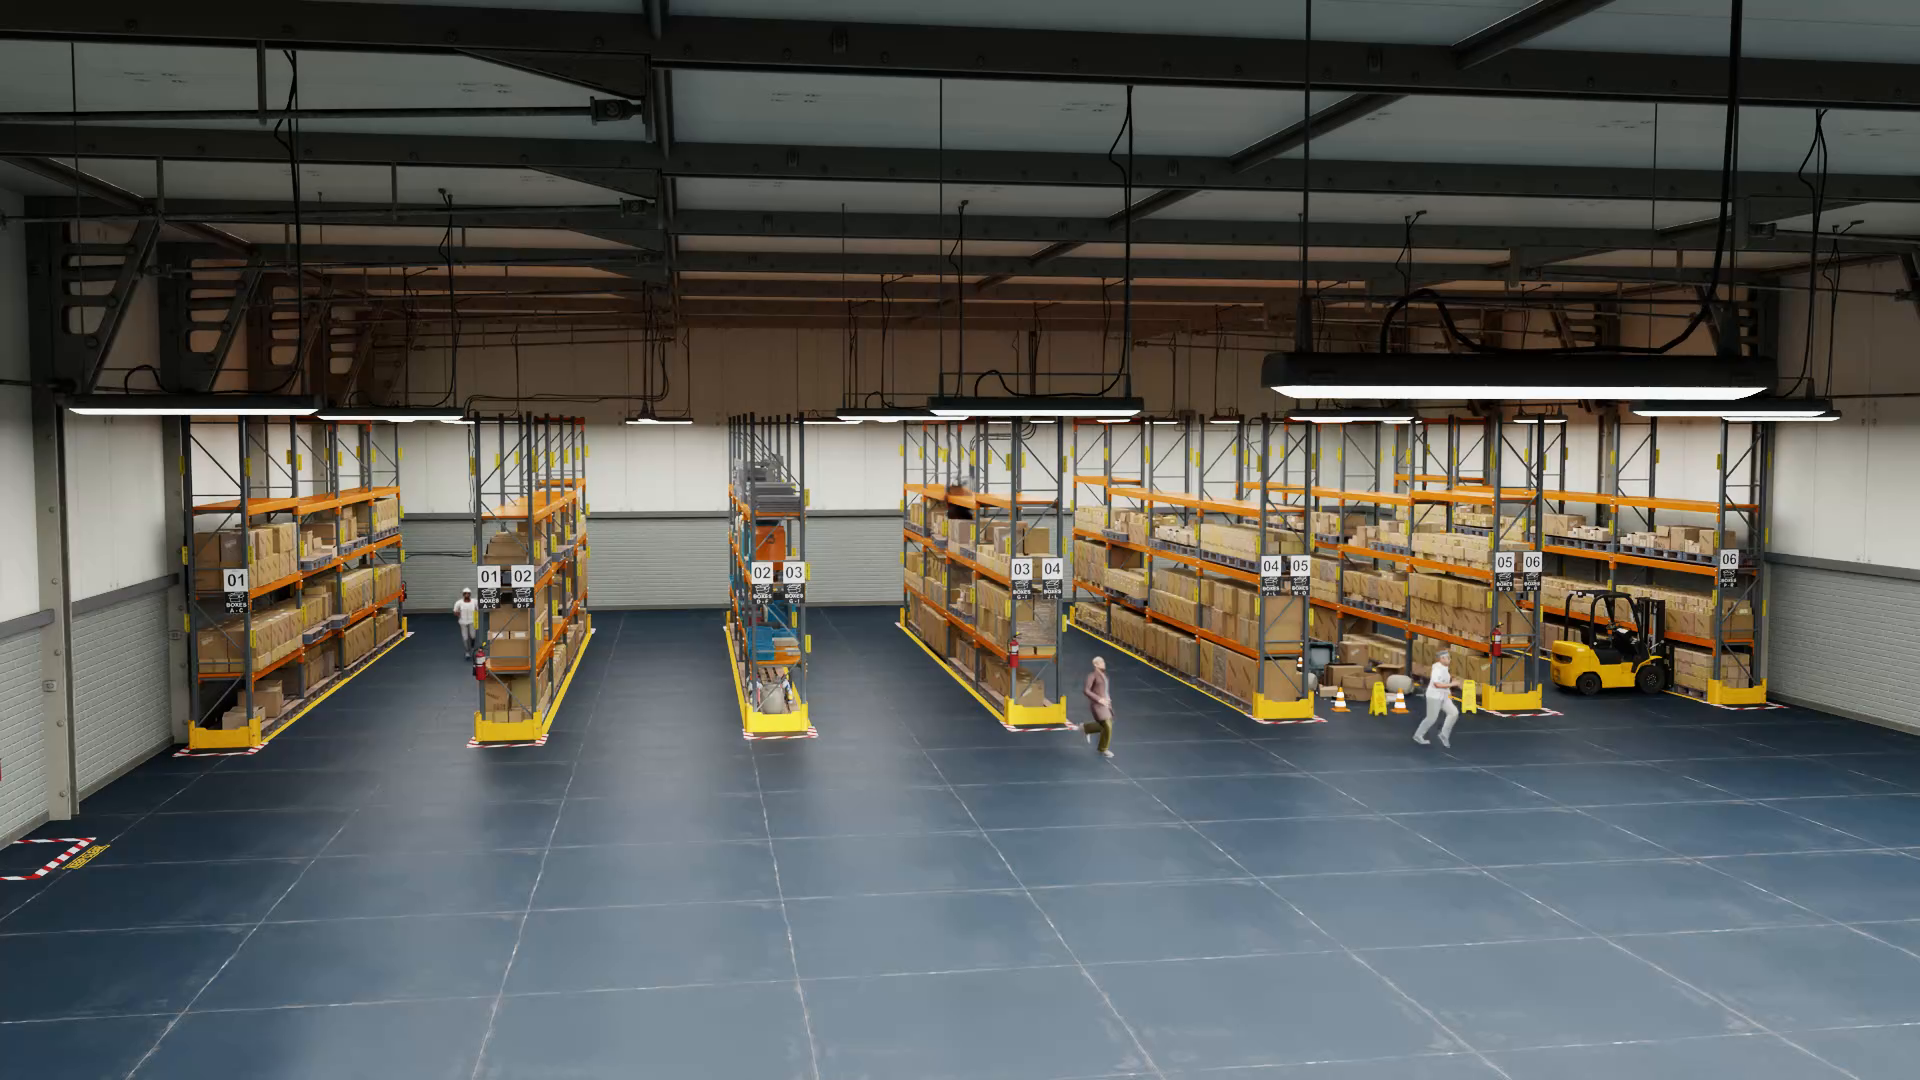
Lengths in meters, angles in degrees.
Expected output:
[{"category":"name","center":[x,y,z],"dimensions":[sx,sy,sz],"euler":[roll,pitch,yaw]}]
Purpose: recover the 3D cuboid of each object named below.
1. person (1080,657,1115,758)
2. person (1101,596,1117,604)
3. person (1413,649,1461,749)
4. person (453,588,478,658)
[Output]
[{"category":"person","center":[2.381,2.897,28.993],"dimensions":[0.714,1.733,0.742],"euler":[2,4,28]},{"category":"person","center":[4.542,1.501,50.307],"dimensions":[0.638,1.595,0.517],"euler":[-3,5,-34]},{"category":"person","center":[8.516,2.838,29.655],"dimensions":[0.858,1.805,0.689],"euler":[3,5,34]},{"category":"person","center":[-12.151,2.055,41.065],"dimensions":[0.682,1.733,0.617],"euler":[-1,4,-16]}]
